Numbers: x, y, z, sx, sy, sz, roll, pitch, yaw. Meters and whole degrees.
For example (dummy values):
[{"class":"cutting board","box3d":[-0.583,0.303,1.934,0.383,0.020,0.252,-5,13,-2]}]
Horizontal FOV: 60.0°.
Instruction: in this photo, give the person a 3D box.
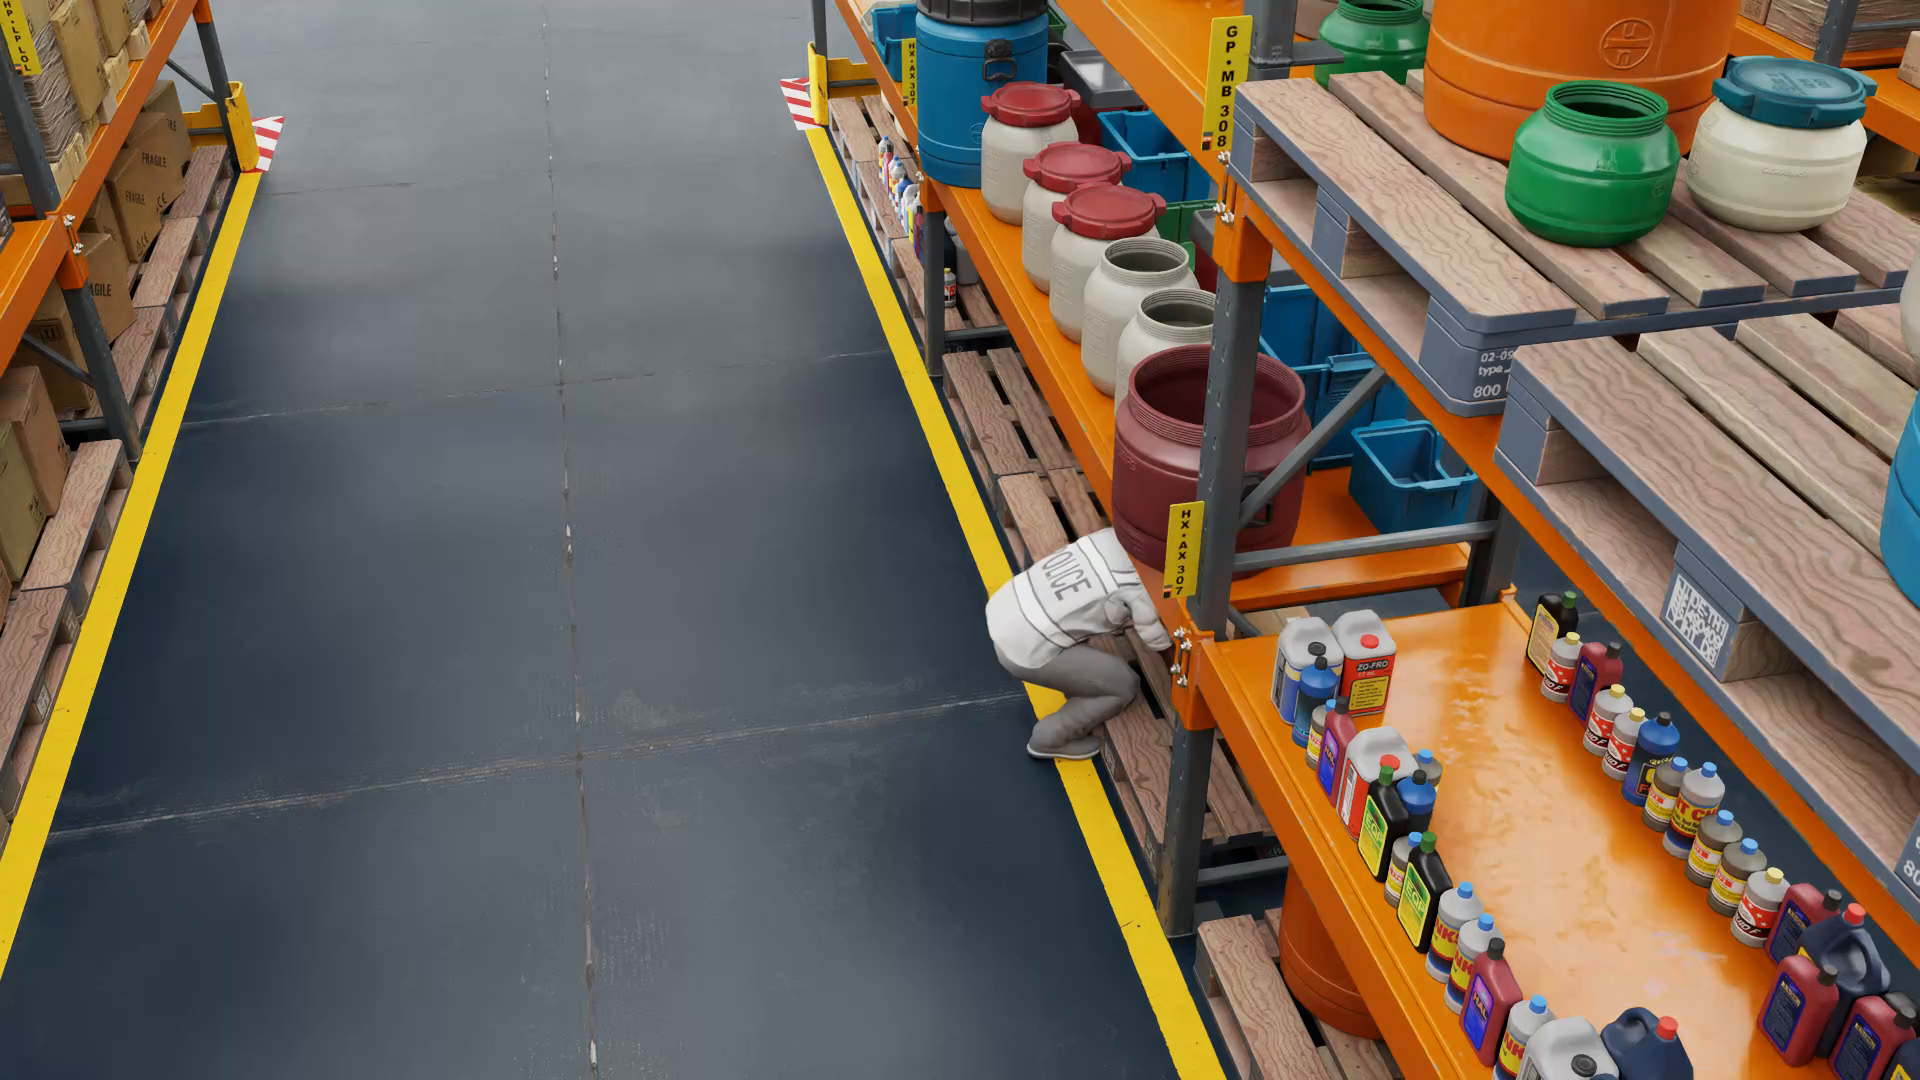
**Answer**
[{"class":"person","box3d":[0.536,0.341,6.288,0.886,0.944,0.479,-4,35,-6]}]
